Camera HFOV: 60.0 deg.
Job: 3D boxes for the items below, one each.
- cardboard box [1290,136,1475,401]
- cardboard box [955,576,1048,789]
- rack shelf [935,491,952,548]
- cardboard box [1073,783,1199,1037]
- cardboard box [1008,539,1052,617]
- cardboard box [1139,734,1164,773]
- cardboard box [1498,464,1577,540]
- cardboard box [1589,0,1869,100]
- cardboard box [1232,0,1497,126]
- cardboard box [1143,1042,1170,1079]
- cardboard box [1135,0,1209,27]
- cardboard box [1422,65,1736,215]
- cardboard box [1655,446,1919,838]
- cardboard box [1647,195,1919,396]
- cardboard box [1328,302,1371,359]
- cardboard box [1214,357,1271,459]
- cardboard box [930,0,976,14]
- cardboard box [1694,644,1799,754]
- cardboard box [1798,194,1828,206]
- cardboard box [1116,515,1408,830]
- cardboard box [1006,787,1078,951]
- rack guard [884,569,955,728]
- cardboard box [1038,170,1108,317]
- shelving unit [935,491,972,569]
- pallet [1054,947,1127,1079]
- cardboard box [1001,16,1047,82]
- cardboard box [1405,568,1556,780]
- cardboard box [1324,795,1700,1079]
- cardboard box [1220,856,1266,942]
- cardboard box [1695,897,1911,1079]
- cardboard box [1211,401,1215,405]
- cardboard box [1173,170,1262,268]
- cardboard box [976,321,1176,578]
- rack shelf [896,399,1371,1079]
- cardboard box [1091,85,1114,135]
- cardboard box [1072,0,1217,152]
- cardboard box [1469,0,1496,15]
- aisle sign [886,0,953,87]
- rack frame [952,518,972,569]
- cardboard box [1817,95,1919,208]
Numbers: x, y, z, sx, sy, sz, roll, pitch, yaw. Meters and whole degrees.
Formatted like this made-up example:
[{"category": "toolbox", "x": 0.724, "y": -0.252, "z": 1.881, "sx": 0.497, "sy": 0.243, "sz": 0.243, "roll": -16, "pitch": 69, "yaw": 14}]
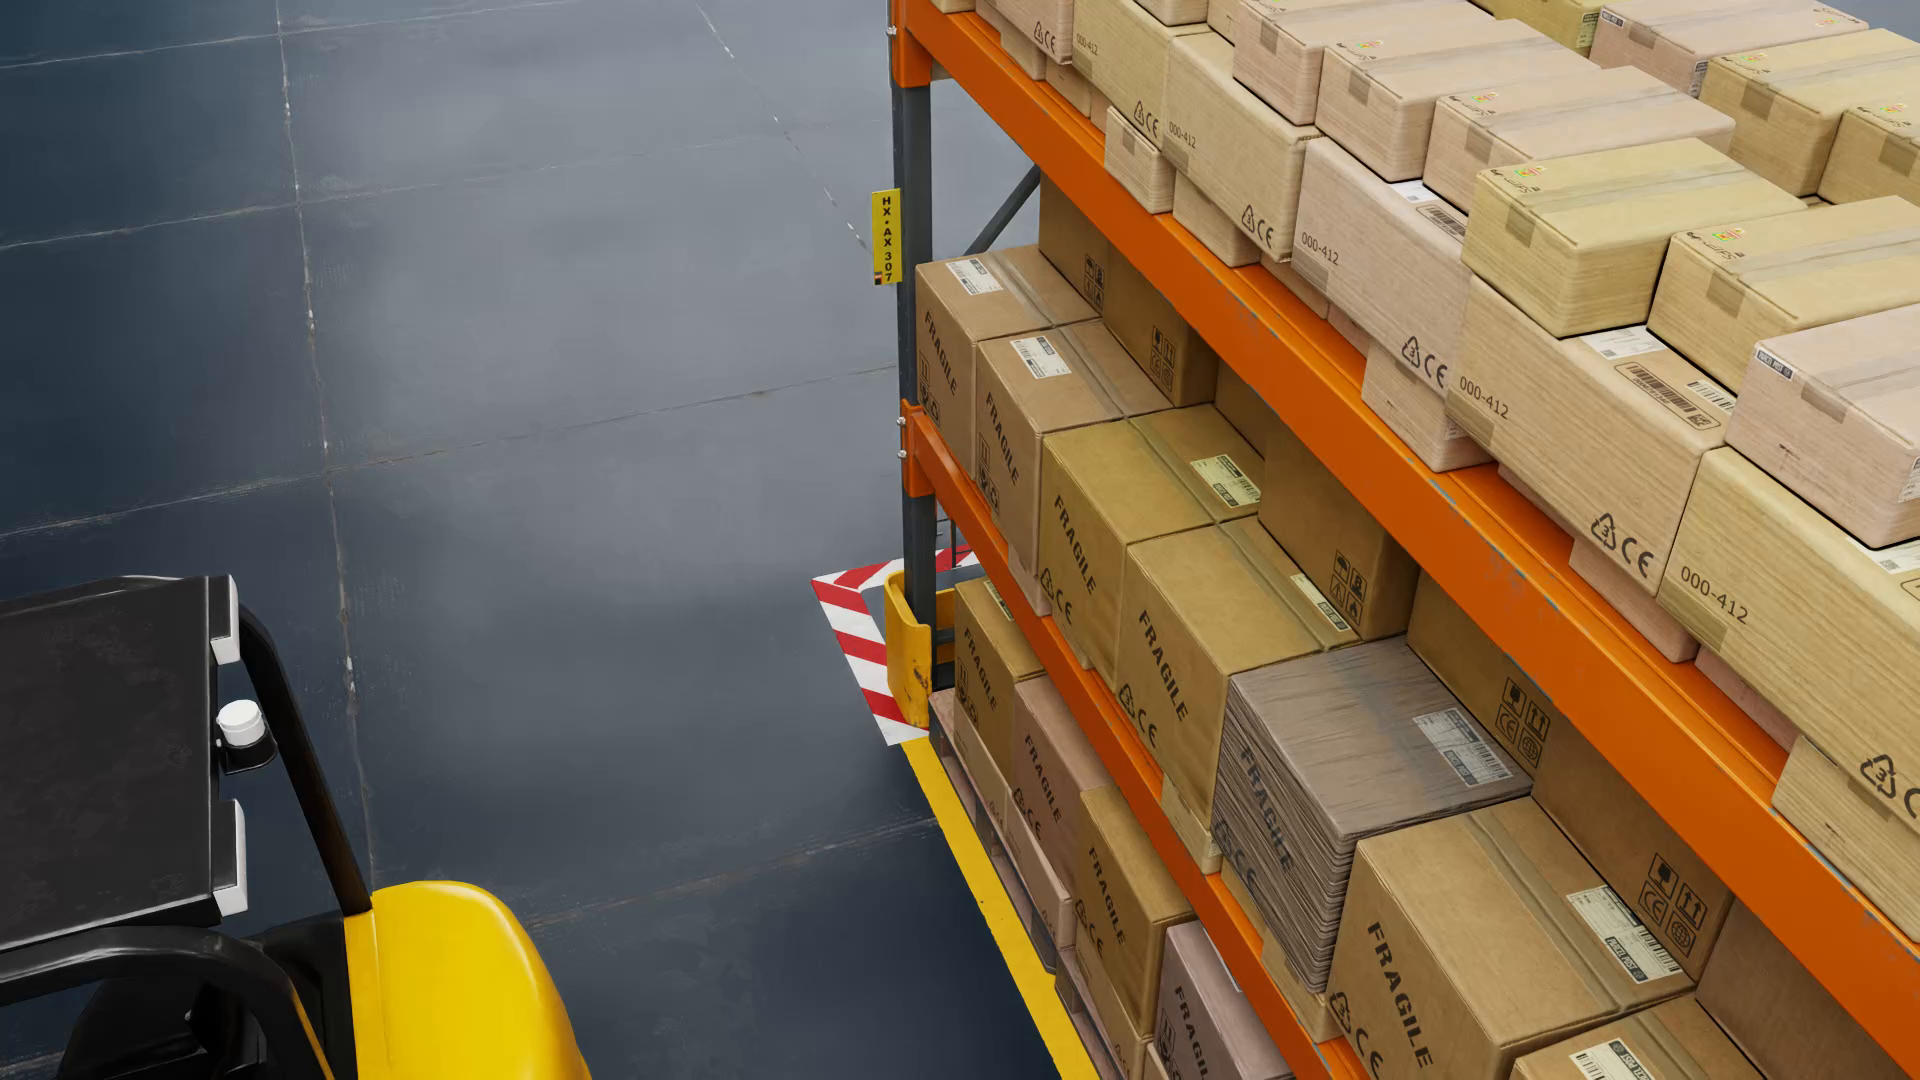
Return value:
[{"category": "cardboard box", "x": 0.914, "y": -0.502, "z": 2.807, "sx": 0.500, "sy": 0.250, "sz": 0.500, "roll": -13, "pitch": 39, "yaw": -17}, {"category": "cardboard box", "x": 0.306, "y": 0.423, "z": 5.508, "sx": 0.500, "sy": 0.500, "sz": 0.500, "roll": -14, "pitch": 39, "yaw": -17}, {"category": "rack shelf", "x": 0.018, "y": -0.159, "z": 7.068, "sx": 0.215, "sy": 0.259, "sz": 0.240, "roll": -12, "pitch": 39, "yaw": -16}, {"category": "cardboard box", "x": 0.655, "y": 1.003, "z": 4.739, "sx": 0.500, "sy": 0.500, "sz": 0.500, "roll": -12, "pitch": 39, "yaw": -15}, {"category": "cardboard box", "x": 0.361, "y": 0.060, "z": 4.886, "sx": 0.380, "sy": 0.149, "sz": 0.250, "roll": -12, "pitch": 39, "yaw": -15}, {"category": "cardboard box", "x": 0.692, "y": 0.491, "z": 4.314, "sx": 0.380, "sy": 0.149, "sz": 0.250, "roll": -13, "pitch": 39, "yaw": -17}, {"category": "cardboard box", "x": 1.103, "y": -0.141, "z": 2.660, "sx": 0.380, "sy": 0.149, "sz": 0.250, "roll": -14, "pitch": 39, "yaw": -17}, {"category": "cardboard box", "x": 1.354, "y": -0.861, "z": 2.953, "sx": 0.380, "sy": 0.149, "sz": 0.250, "roll": -13, "pitch": 39, "yaw": -17}, {"category": "cardboard box", "x": 0.718, "y": -0.881, "z": 2.979, "sx": 0.380, "sy": 0.149, "sz": 0.250, "roll": -12, "pitch": 39, "yaw": -15}, {"category": "cardboard box", "x": 0.837, "y": 1.591, "z": 4.581, "sx": 0.500, "sy": 0.250, "sz": 0.500, "roll": -12, "pitch": 39, "yaw": -15}, {"category": "cardboard box", "x": 0.545, "y": -1.173, "z": 3.366, "sx": 0.380, "sy": 0.149, "sz": 0.250, "roll": -11, "pitch": 38, "yaw": -15}, {"category": "cardboard box", "x": 0.969, "y": -0.610, "z": 2.620, "sx": 0.380, "sy": 0.149, "sz": 0.250, "roll": -13, "pitch": 39, "yaw": -17}, {"category": "cardboard box", "x": 1.250, "y": 0.074, "z": 2.043, "sx": 0.500, "sy": 0.250, "sz": 0.500, "roll": -13, "pitch": 39, "yaw": -16}, {"category": "cardboard box", "x": 1.175, "y": -0.321, "z": 2.236, "sx": 0.380, "sy": 0.149, "sz": 0.250, "roll": -12, "pitch": 38, "yaw": -15}, {"category": "cardboard box", "x": 0.910, "y": -0.436, "z": 3.051, "sx": 0.380, "sy": 0.149, "sz": 0.250, "roll": -12, "pitch": 39, "yaw": -15}, {"category": "cardboard box", "x": 1.099, "y": -0.495, "z": 4.252, "sx": 0.700, "sy": 0.500, "sz": 0.500, "roll": -13, "pitch": 39, "yaw": -16}, {"category": "cardboard box", "x": 0.088, "y": -1.577, "z": 4.567, "sx": 0.380, "sy": 0.149, "sz": 0.250, "roll": -12, "pitch": 39, "yaw": -16}, {"category": "cardboard box", "x": 1.256, "y": 0.152, "z": 2.271, "sx": 0.380, "sy": 0.149, "sz": 0.250, "roll": -12, "pitch": 39, "yaw": -15}, {"category": "cardboard box", "x": 1.415, "y": -0.612, "z": 2.954, "sx": 0.500, "sy": 0.250, "sz": 0.500, "roll": -12, "pitch": 39, "yaw": -16}, {"category": "cardboard box", "x": 0.722, "y": 0.297, "z": 4.032, "sx": 0.500, "sy": 0.500, "sz": 0.500, "roll": -13, "pitch": 39, "yaw": -17}, {"category": "cardboard box", "x": 0.466, "y": 0.999, "z": 5.367, "sx": 0.500, "sy": 0.250, "sz": 0.500, "roll": -11, "pitch": 38, "yaw": -14}, {"category": "rack guard", "x": 0.305, "y": 0.307, "z": 6.427, "sx": 1.175, "sy": 0.500, "sz": 0.348, "roll": -12, "pitch": 39, "yaw": -16}, {"category": "cardboard box", "x": 0.660, "y": -1.049, "z": 4.988, "sx": 0.700, "sy": 0.500, "sz": 0.500, "roll": -13, "pitch": 39, "yaw": -17}, {"category": "shelving unit", "x": 0.018, "y": -0.389, "z": 6.894, "sx": 0.215, "sy": 1.050, "sz": 0.252, "roll": -12, "pitch": 39, "yaw": -16}, {"category": "pallet", "x": 0.968, "y": 1.577, "z": 4.981, "sx": 1.003, "sy": 0.211, "sz": 1.213, "roll": -12, "pitch": 39, "yaw": -16}, {"category": "cardboard box", "x": 0.322, "y": -1.291, "z": 4.186, "sx": 0.380, "sy": 0.149, "sz": 0.250, "roll": -11, "pitch": 38, "yaw": -15}, {"category": "cardboard box", "x": 1.405, "y": 0.091, "z": 3.474, "sx": 0.700, "sy": 0.500, "sz": 0.500, "roll": -13, "pitch": 39, "yaw": -17}, {"category": "cardboard box", "x": 1.086, "y": 0.878, "z": 3.261, "sx": 0.500, "sy": 0.500, "sz": 0.500, "roll": -11, "pitch": 38, "yaw": -14}, {"category": "cardboard box", "x": 0.846, "y": 0.783, "z": 3.926, "sx": 0.380, "sy": 0.149, "sz": 0.250, "roll": -13, "pitch": 39, "yaw": -17}, {"category": "cardboard box", "x": 1.708, "y": 0.674, "z": 2.701, "sx": 0.700, "sy": 0.500, "sz": 0.500, "roll": -13, "pitch": 39, "yaw": -16}, {"category": "cardboard box", "x": 0.893, "y": -0.360, "z": 4.904, "sx": 0.500, "sy": 0.500, "sz": 0.500, "roll": -12, "pitch": 39, "yaw": -16}, {"category": "cardboard box", "x": 0.666, "y": -0.708, "z": 3.412, "sx": 0.380, "sy": 0.149, "sz": 0.250, "roll": -13, "pitch": 39, "yaw": -17}, {"category": "cardboard box", "x": 0.363, "y": -0.276, "z": 4.793, "sx": 0.500, "sy": 0.500, "sz": 0.500, "roll": -11, "pitch": 38, "yaw": -15}, {"category": "rack shelf", "x": 0.967, "y": 0.683, "z": 4.448, "sx": 1.077, "sy": 0.370, "sz": 4.000, "roll": -12, "pitch": 39, "yaw": -16}, {"category": "cardboard box", "x": 0.525, "y": -1.007, "z": 3.809, "sx": 0.380, "sy": 0.149, "sz": 0.250, "roll": -14, "pitch": 39, "yaw": -17}, {"category": "cardboard box", "x": 0.567, "y": -1.079, "z": 3.573, "sx": 0.500, "sy": 0.250, "sz": 0.500, "roll": -11, "pitch": 38, "yaw": -15}, {"category": "cardboard box", "x": 1.232, "y": -1.161, "z": 3.352, "sx": 0.380, "sy": 0.149, "sz": 0.250, "roll": -11, "pitch": 38, "yaw": -15}, {"category": "aisle sign", "x": -0.033, "y": -1.743, "z": 4.911, "sx": 0.394, "sy": 0.787, "sz": 0.004, "roll": -12, "pitch": 39, "yaw": -16}, {"category": "rack frame", "x": 0.060, "y": -0.320, "z": 6.803, "sx": 0.200, "sy": 1.050, "sz": 0.008, "roll": -12, "pitch": 39, "yaw": -16}, {"category": "cardboard box", "x": 1.589, "y": -0.582, "z": 2.583, "sx": 0.380, "sy": 0.149, "sz": 0.250, "roll": -13, "pitch": 39, "yaw": -16}]
